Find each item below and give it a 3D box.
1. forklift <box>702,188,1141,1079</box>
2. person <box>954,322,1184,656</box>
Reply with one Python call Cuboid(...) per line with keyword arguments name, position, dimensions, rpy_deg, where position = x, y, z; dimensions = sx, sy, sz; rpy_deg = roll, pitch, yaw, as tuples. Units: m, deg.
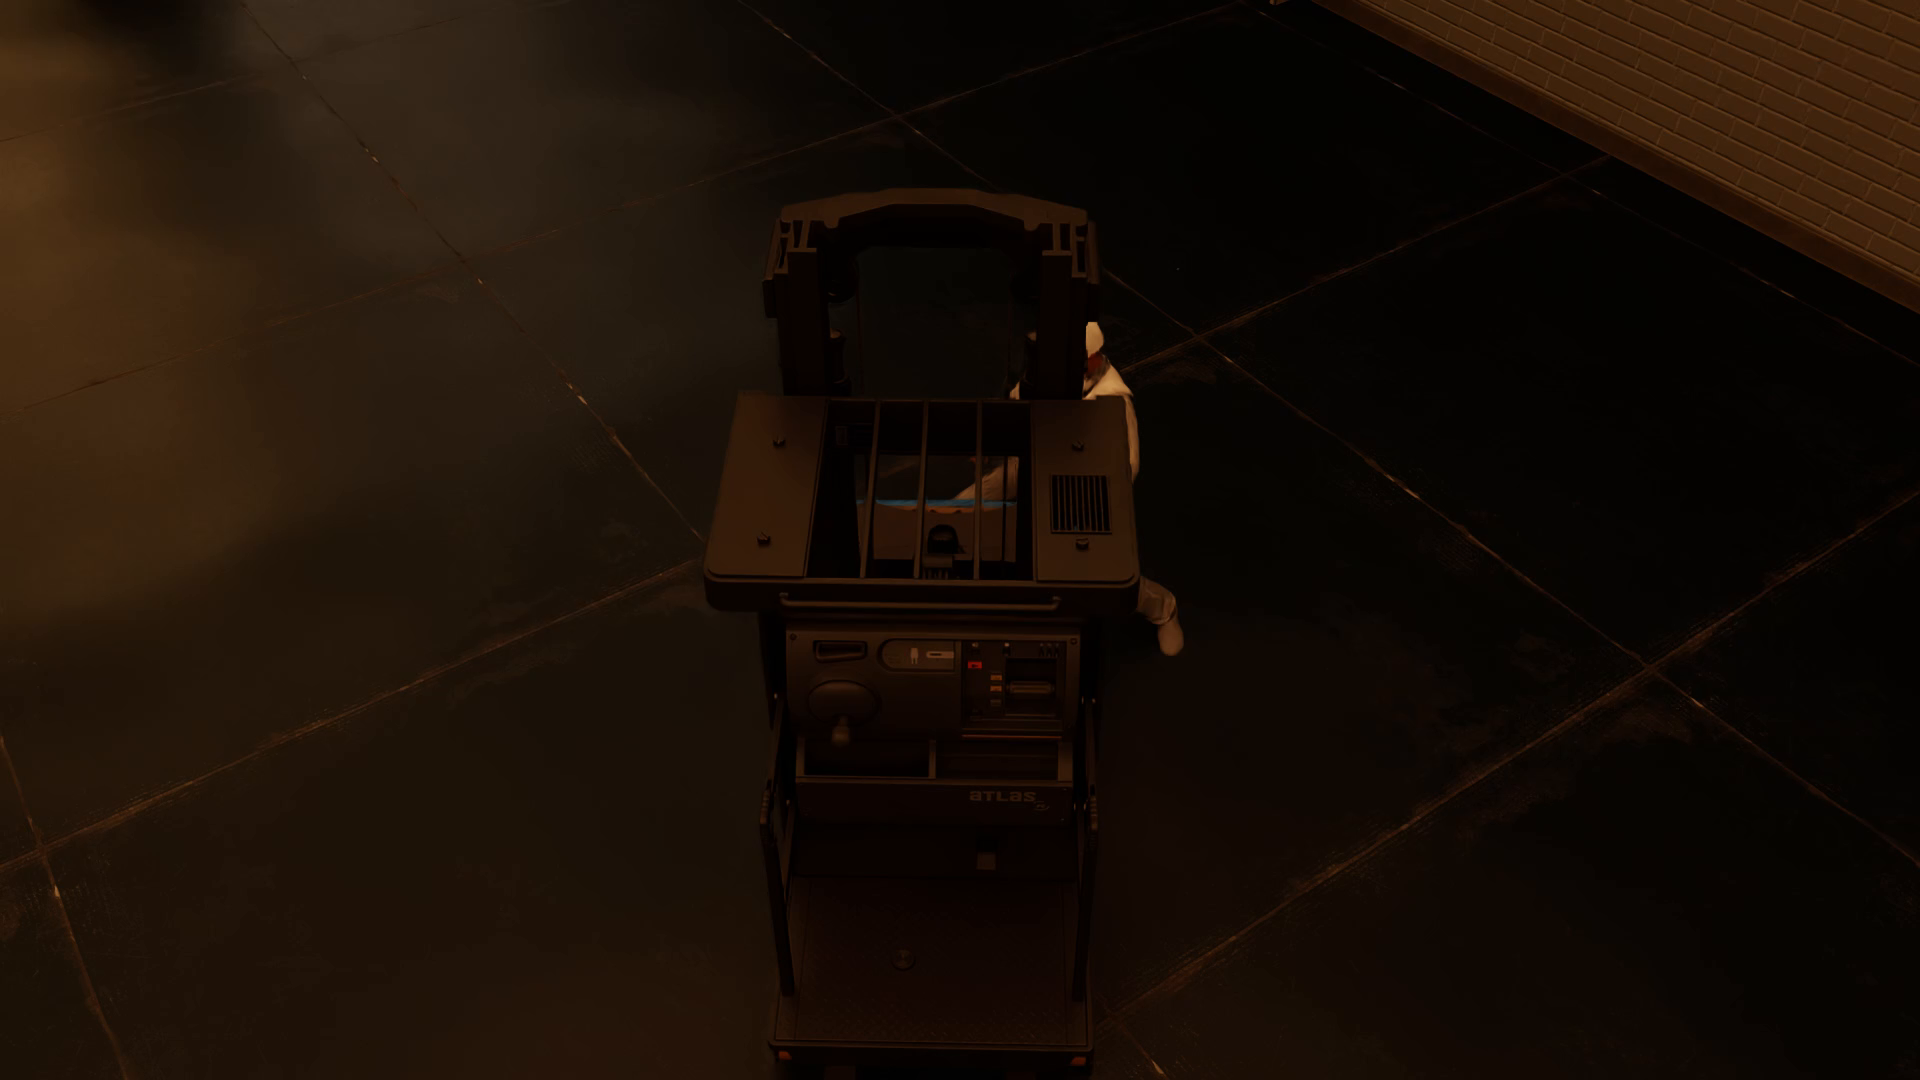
Cuboid(name="forklift", position=(-0.088, 0.550, 5.119), dimensions=(1.130, 2.935, 3.031), rpy_deg=(1, 43, 1))
Cuboid(name="person", position=(0.404, -0.247, 7.003), dimensions=(0.952, 1.619, 1.052), rpy_deg=(-23, 47, -23))
